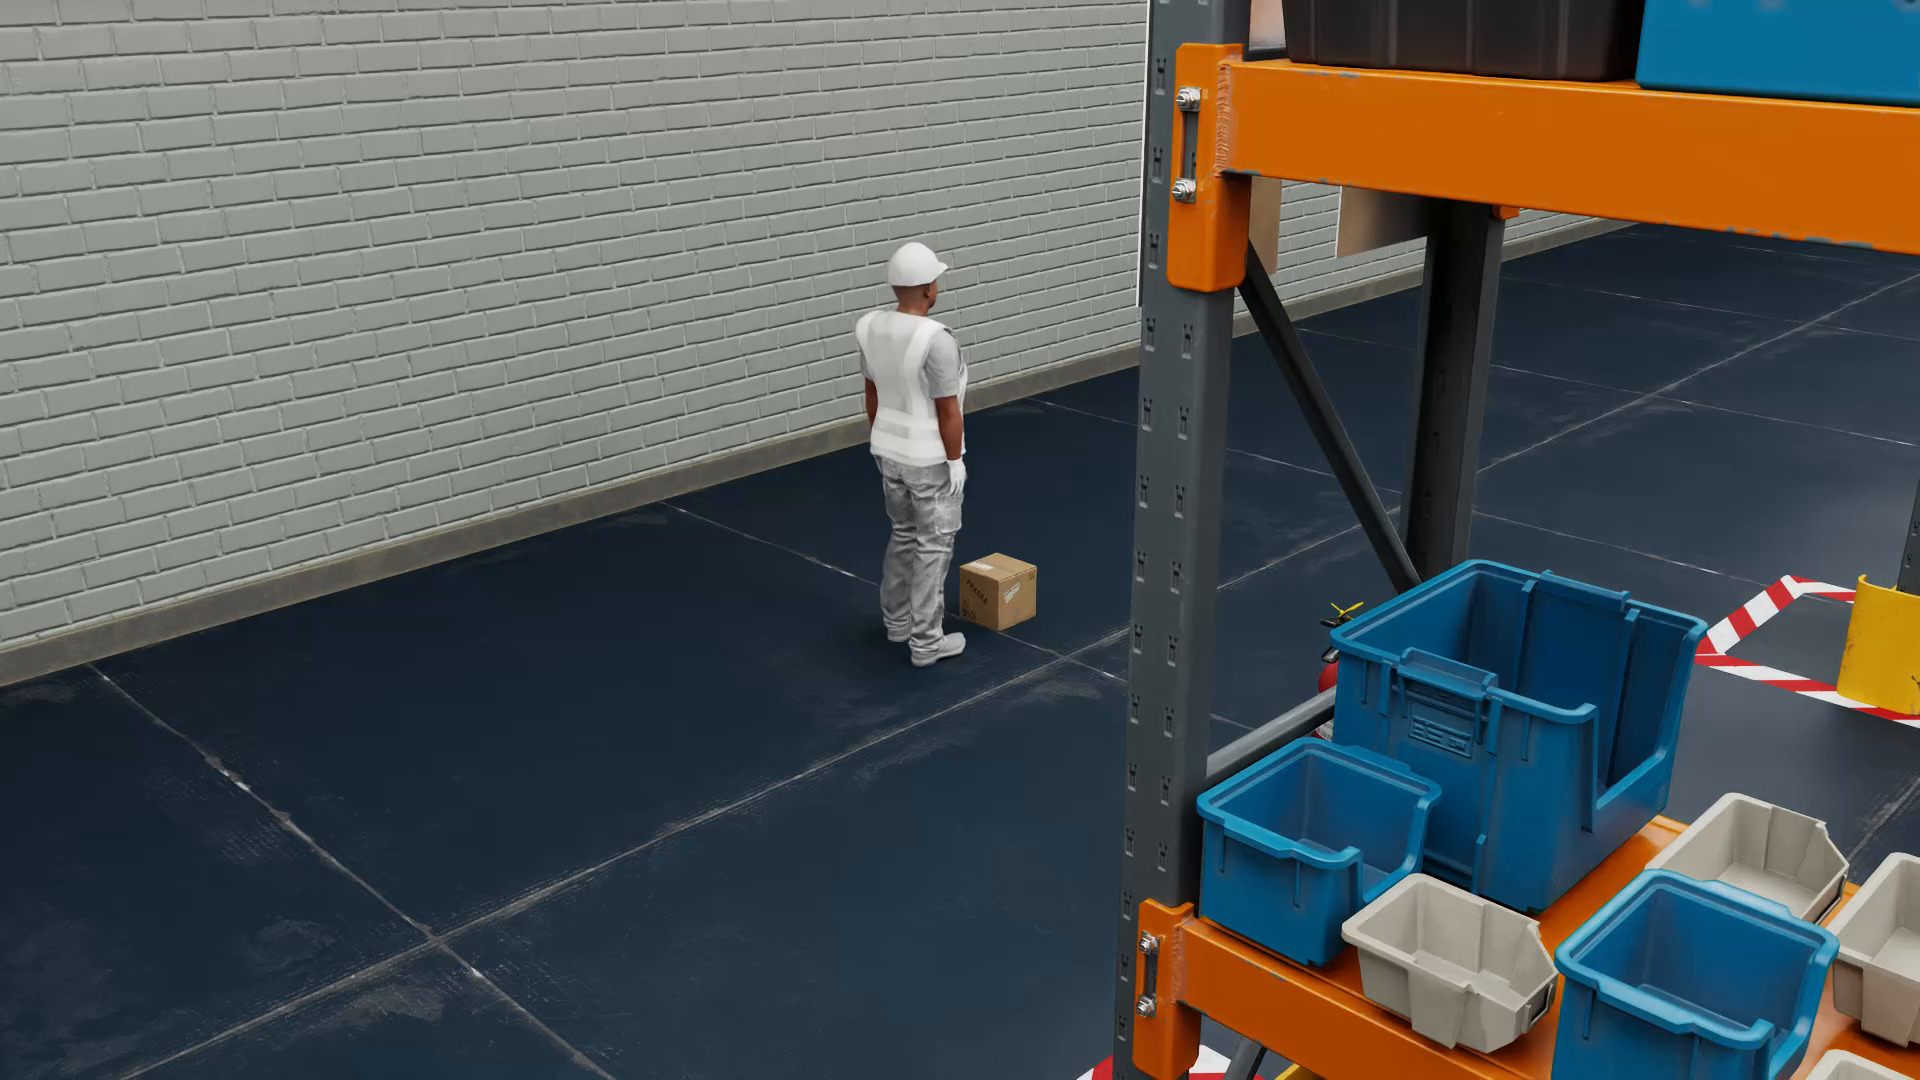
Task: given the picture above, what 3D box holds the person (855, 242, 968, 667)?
[{"bbox_3d":[-0.153,-0.373,7.052,0.419,1.786,0.541,-19,27,-41],"label":"person"}]
